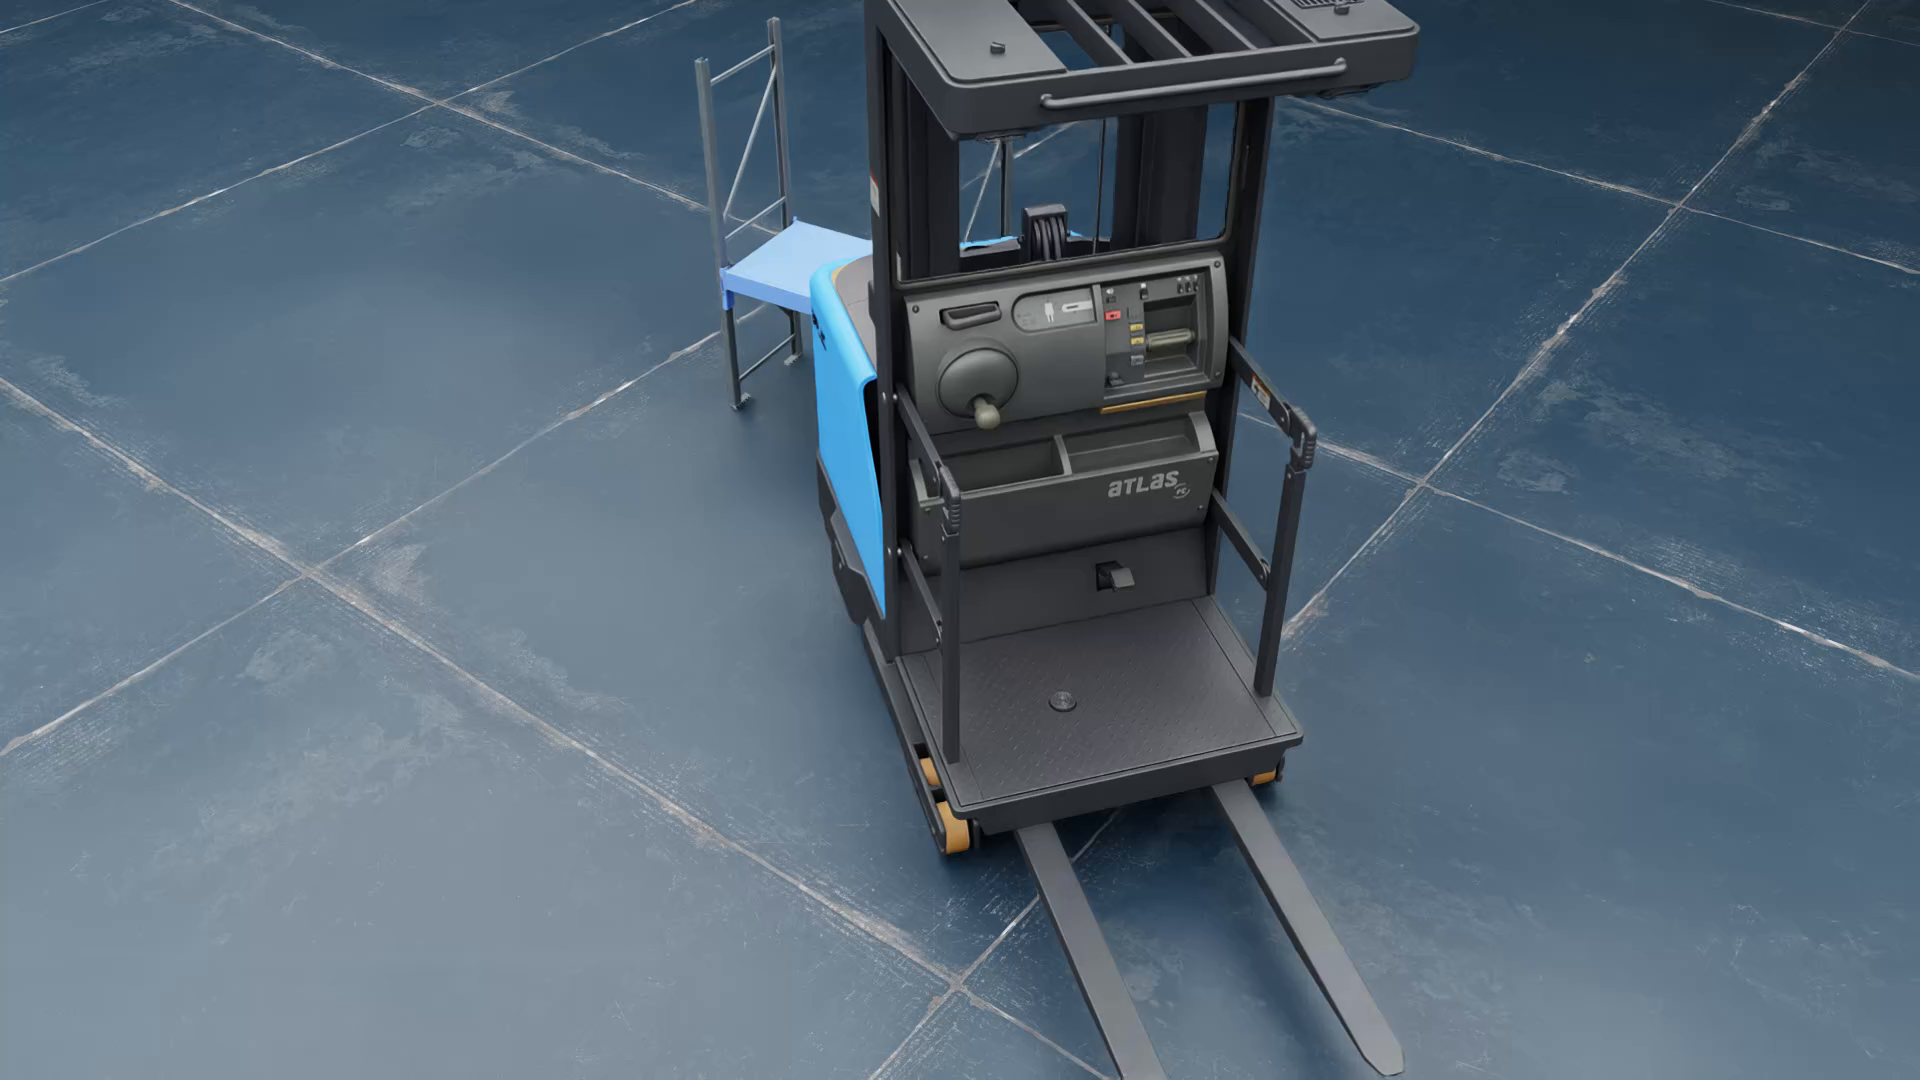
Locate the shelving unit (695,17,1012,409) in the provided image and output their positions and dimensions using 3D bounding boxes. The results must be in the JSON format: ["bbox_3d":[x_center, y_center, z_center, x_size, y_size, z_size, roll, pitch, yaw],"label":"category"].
[{"bbox_3d":[-0.385,-1.121,6.465,1.048,1.500,0.538,20,42,23],"label":"shelving unit"}]

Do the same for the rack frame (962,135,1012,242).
[{"bbox_3d":[0.055,-0.965,6.265,0.032,1.500,0.500,20,42,23],"label":"rack frame"}]

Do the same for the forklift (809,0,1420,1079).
[{"bbox_3d":[0.372,-0.479,4.485,1.130,2.935,3.031,-10,39,-13],"label":"forklift"}]

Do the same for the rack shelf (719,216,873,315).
[{"bbox_3d":[-0.385,-0.979,6.576,1.000,0.185,0.538,20,42,23],"label":"rack shelf"}]

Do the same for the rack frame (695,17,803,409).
[{"bbox_3d":[-0.826,-1.277,6.664,0.032,1.500,0.500,20,42,23],"label":"rack frame"}]
